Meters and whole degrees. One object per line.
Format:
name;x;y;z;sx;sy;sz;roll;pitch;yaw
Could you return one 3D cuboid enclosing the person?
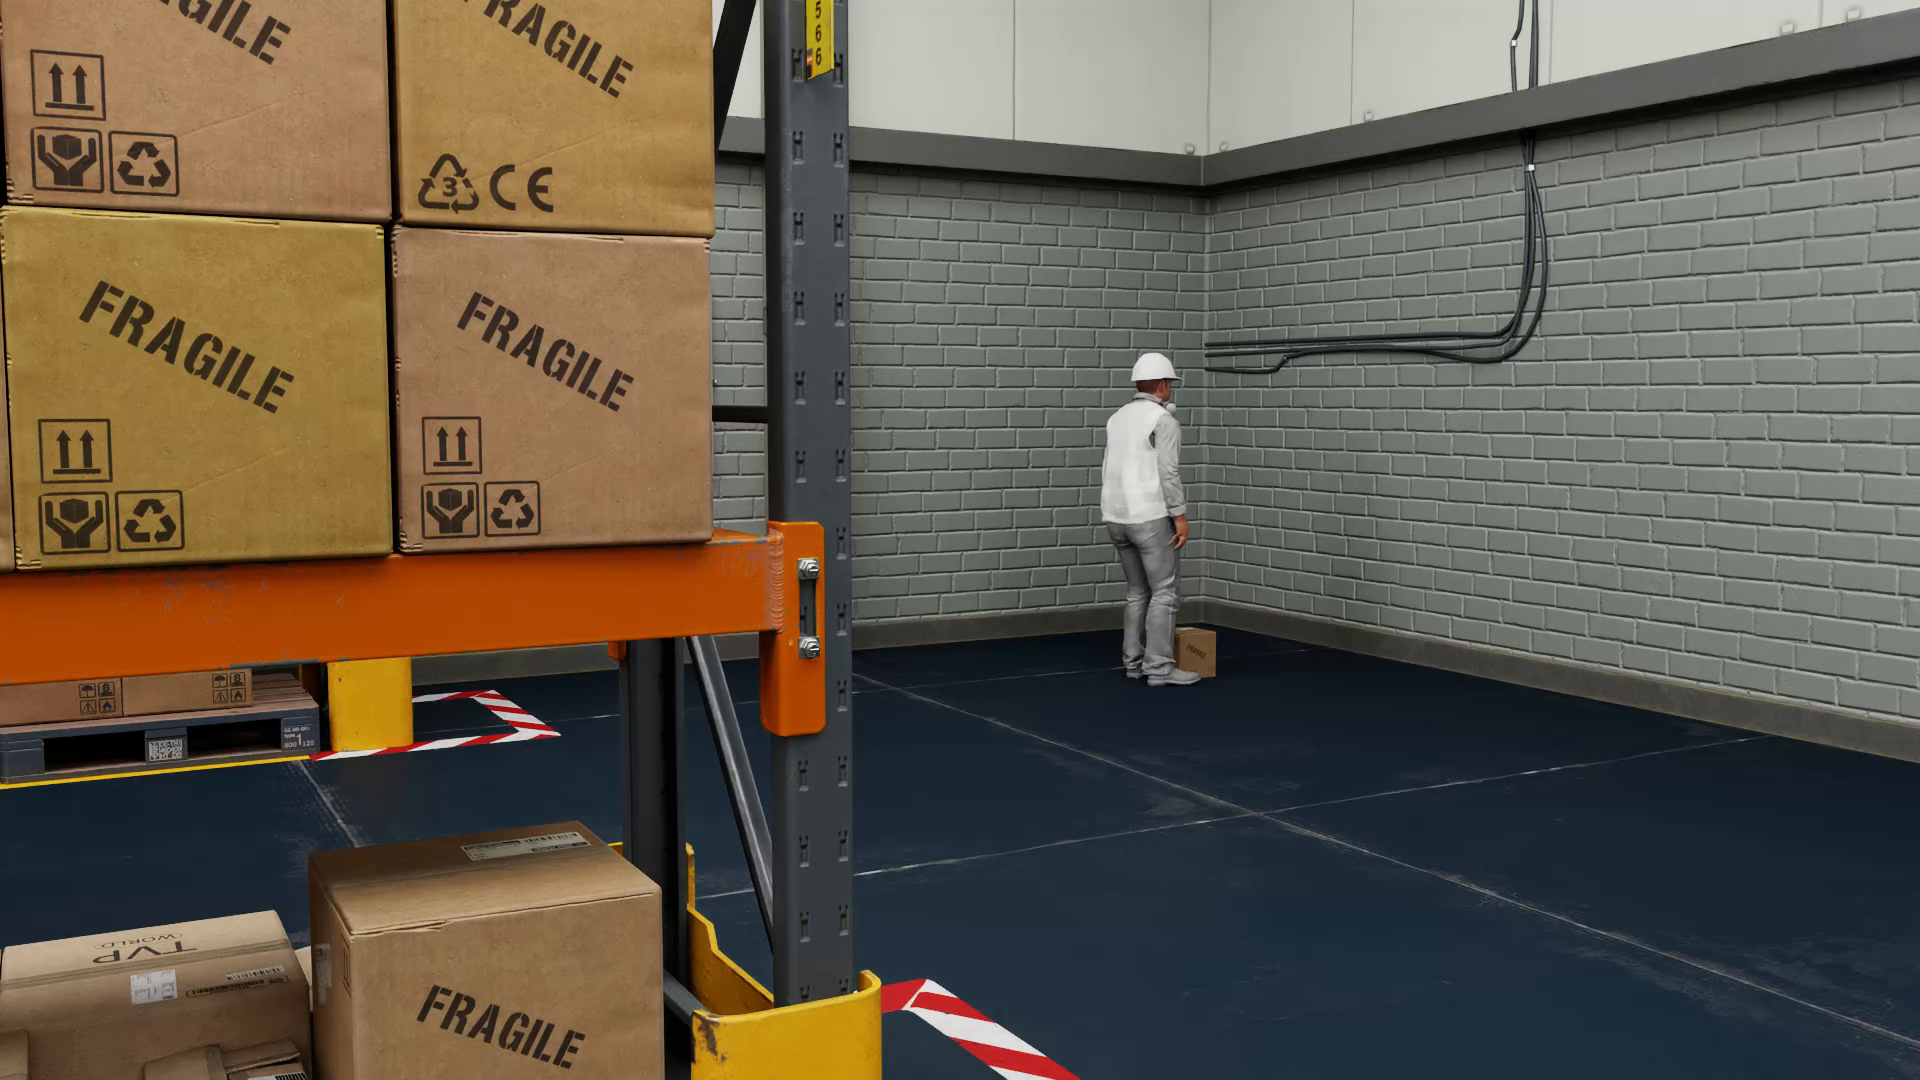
person;1.011;-0.122;8.992;0.474;1.770;0.593;-3;6;-32
